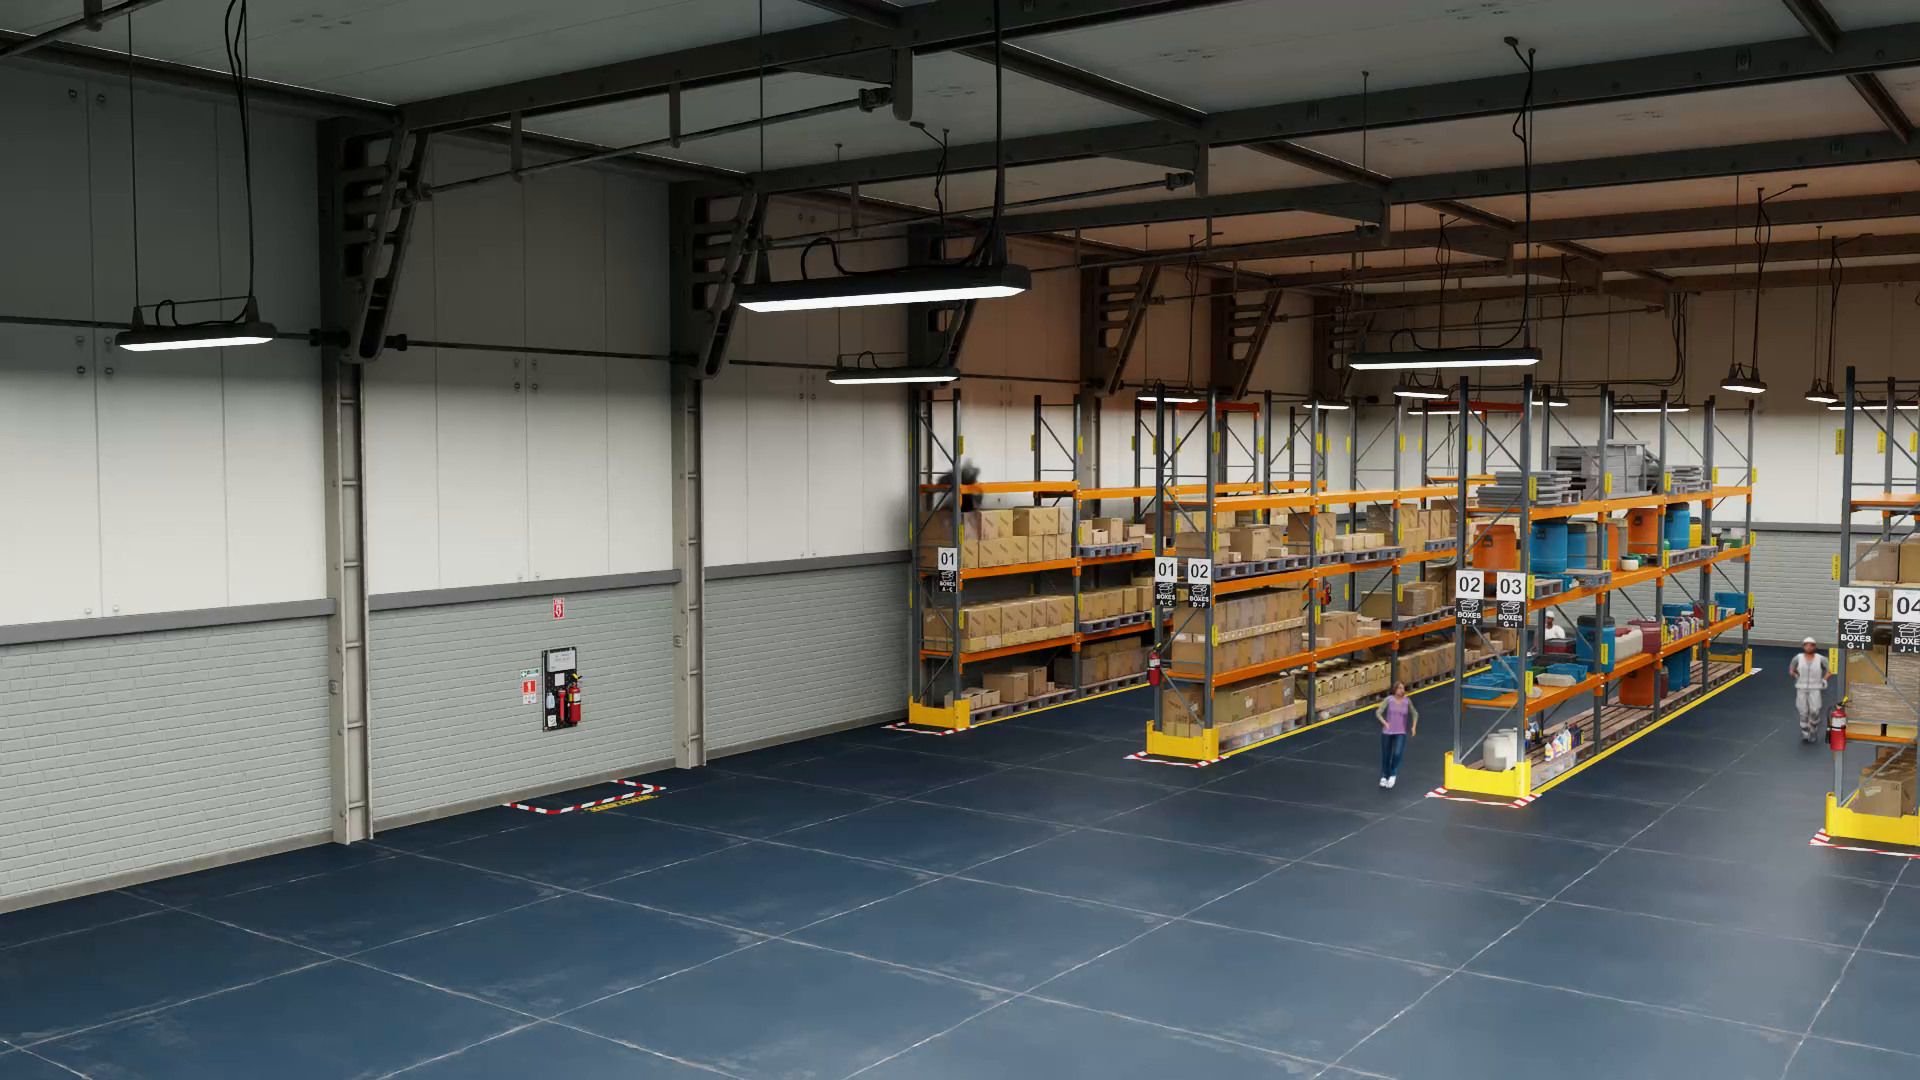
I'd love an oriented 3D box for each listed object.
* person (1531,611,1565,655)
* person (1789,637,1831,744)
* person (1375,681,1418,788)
[{"bbox_3d":[11.369,2.256,32.174,0.692,1.781,0.922,2,4,37],"label":"person"},{"bbox_3d":[14.231,2.526,27.864,0.636,1.772,0.626,2,4,32],"label":"person"},{"bbox_3d":[6.360,2.834,24.232,0.615,1.561,0.563,1,3,13],"label":"person"}]
